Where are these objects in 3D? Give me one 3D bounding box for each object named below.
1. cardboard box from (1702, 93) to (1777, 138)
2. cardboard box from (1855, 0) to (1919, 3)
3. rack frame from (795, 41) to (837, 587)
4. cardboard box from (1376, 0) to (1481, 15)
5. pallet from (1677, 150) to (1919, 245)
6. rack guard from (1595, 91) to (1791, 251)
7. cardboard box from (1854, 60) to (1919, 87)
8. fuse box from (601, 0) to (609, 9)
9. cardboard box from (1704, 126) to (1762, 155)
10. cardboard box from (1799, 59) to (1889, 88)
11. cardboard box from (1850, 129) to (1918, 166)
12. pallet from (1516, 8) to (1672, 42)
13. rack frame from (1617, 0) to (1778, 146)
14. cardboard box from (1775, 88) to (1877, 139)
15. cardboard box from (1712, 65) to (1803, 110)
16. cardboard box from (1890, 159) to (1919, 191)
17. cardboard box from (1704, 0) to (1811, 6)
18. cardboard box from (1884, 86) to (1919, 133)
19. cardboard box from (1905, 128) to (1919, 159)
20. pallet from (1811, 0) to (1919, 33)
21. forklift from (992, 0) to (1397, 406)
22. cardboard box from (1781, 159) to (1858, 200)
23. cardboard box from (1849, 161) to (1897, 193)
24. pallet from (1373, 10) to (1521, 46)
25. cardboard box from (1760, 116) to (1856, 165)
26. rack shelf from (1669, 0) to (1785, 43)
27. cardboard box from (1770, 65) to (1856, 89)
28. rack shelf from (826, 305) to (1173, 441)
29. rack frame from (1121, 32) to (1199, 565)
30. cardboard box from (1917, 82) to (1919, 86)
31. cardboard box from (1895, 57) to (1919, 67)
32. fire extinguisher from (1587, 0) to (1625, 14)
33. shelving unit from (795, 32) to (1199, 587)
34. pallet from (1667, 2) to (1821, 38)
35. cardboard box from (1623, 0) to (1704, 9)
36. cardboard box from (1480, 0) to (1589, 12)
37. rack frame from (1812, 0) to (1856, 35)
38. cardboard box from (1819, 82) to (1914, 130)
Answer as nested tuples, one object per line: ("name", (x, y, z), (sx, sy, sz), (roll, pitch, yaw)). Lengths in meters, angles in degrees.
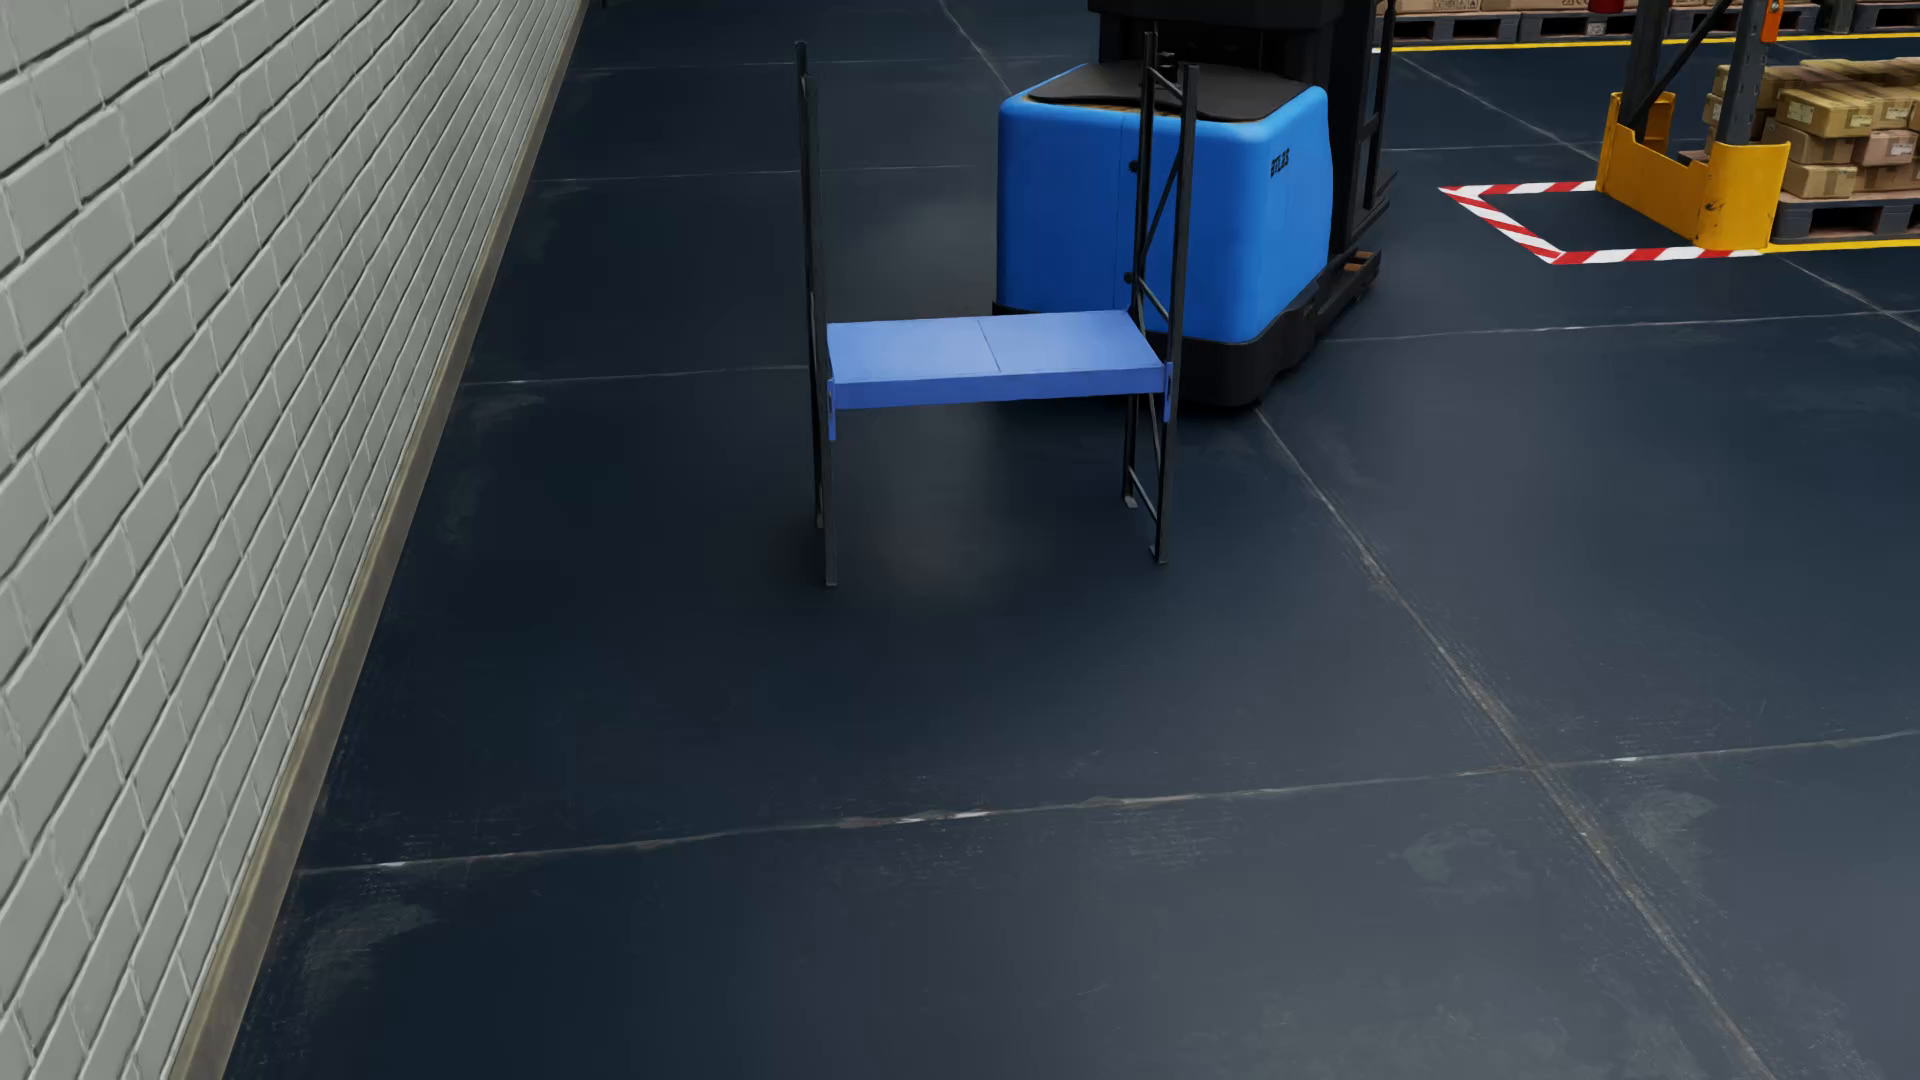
("cardboard box", (4.055, -2.193, 8.576), (0.250, 0.149, 0.380), (-4, 27, -8))
("cardboard box", (7.347, -4.783, 13.153), (0.875, 0.875, 0.875), (-3, 27, -6))
("rack frame", (-0.419, -0.640, 4.855), (0.032, 1.500, 0.500), (-4, 27, -7))
("cardboard box", (3.422, -4.345, 12.780), (0.875, 0.438, 0.875), (-5, 28, -9))
("pallet", (4.457, -1.780, 8.488), (1.213, 0.211, 1.003), (-4, 27, -7))
("rack guard", (3.648, -1.873, 8.352), (0.348, 0.500, 1.175), (-4, 27, -7))
("cardboard box", (4.822, -2.363, 8.581), (0.250, 0.149, 0.380), (-5, 28, -9))
("fuse box", (-2.946, -5.228, 13.564), (0.414, 1.711, 0.539), (-4, 27, -7))
("cardboard box", (4.065, -2.026, 8.576), (0.250, 0.149, 0.380), (-3, 27, -6))
("cardboard box", (4.557, -2.375, 8.605), (0.250, 0.149, 0.380), (-4, 27, -8))
("cardboard box", (4.406, -1.940, 8.082), (0.250, 0.149, 0.380), (-4, 27, -7))
("pallet", (4.769, -4.133, 13.074), (1.213, 0.211, 1.003), (-4, 27, -7))
("rack frame", (3.573, -2.980, 7.772), (0.127, 3.000, 1.000), (-4, 27, -7))
("cardboard box", (4.139, -2.043, 7.957), (0.250, 0.149, 0.380), (-5, 28, -9))
("cardboard box", (4.062, -2.311, 8.480), (0.250, 0.149, 0.380), (-3, 27, -7))
("cardboard box", (4.629, -1.860, 8.251), (0.250, 0.149, 0.380), (-3, 27, -7))
("cardboard box", (6.107, -4.521, 13.122), (0.875, 0.438, 0.875), (-4, 27, -8))
("cardboard box", (4.662, -2.073, 8.015), (0.250, 0.149, 0.380), (-4, 27, -7))
("cardboard box", (4.636, -1.996, 8.190), (0.250, 0.149, 0.380), (-3, 27, -6))
("pallet", (7.497, -4.308, 13.415), (1.213, 0.211, 1.003), (-4, 27, -7))
("forklift", (1.233, -2.433, 6.780), (1.130, 2.935, 3.031), (13, 30, 23))
("cardboard box", (4.136, -1.787, 8.110), (0.250, 0.149, 0.380), (-3, 27, -6))
("cardboard box", (4.384, -1.841, 8.214), (0.250, 0.149, 0.380), (-4, 27, -7))
("pallet", (3.564, -4.057, 12.925), (1.213, 0.211, 1.003), (-4, 27, -7))
("cardboard box", (4.127, -1.948, 8.098), (0.250, 0.149, 0.380), (-3, 27, -5))
("rack shelf", (5.553, -2.787, 8.184), (4.000, 0.370, 1.077), (-4, 27, -7))
("cardboard box", (4.318, -2.301, 8.461), (0.250, 0.149, 0.380), (-3, 27, -6))
("rack shelf", (0.084, -0.513, 5.000), (1.000, 0.185, 0.538), (-4, 27, -7))
("rack frame", (0.588, -0.705, 4.981), (0.032, 1.500, 0.500), (-4, 27, -7))
("cardboard box", (4.896, -2.126, 8.119), (0.250, 0.149, 0.380), (-5, 28, -10))
("cardboard box", (5.081, -2.405, 8.663), (0.250, 0.149, 0.380), (-3, 27, -5))
("fire extinguisher", (3.259, -2.972, 8.250), (0.183, 0.674, 0.296), (-4, 27, -7))
("shelving unit", (0.084, -0.673, 4.918), (1.048, 1.500, 0.538), (-4, 27, -7))
("pallet", (5.980, -4.212, 13.228), (1.213, 0.211, 1.003), (-4, 27, -7))
("cardboard box", (5.221, -4.464, 13.011), (0.875, 0.438, 0.875), (-4, 27, -9))
("cardboard box", (4.328, -4.407, 12.900), (0.875, 0.438, 0.875), (-3, 27, -6))
("rack frame", (6.744, -5.466, 12.616), (0.127, 3.000, 1.000), (-4, 27, -7))
("cardboard box", (4.395, -2.115, 8.097), (0.250, 0.149, 0.380), (-3, 27, -6))
